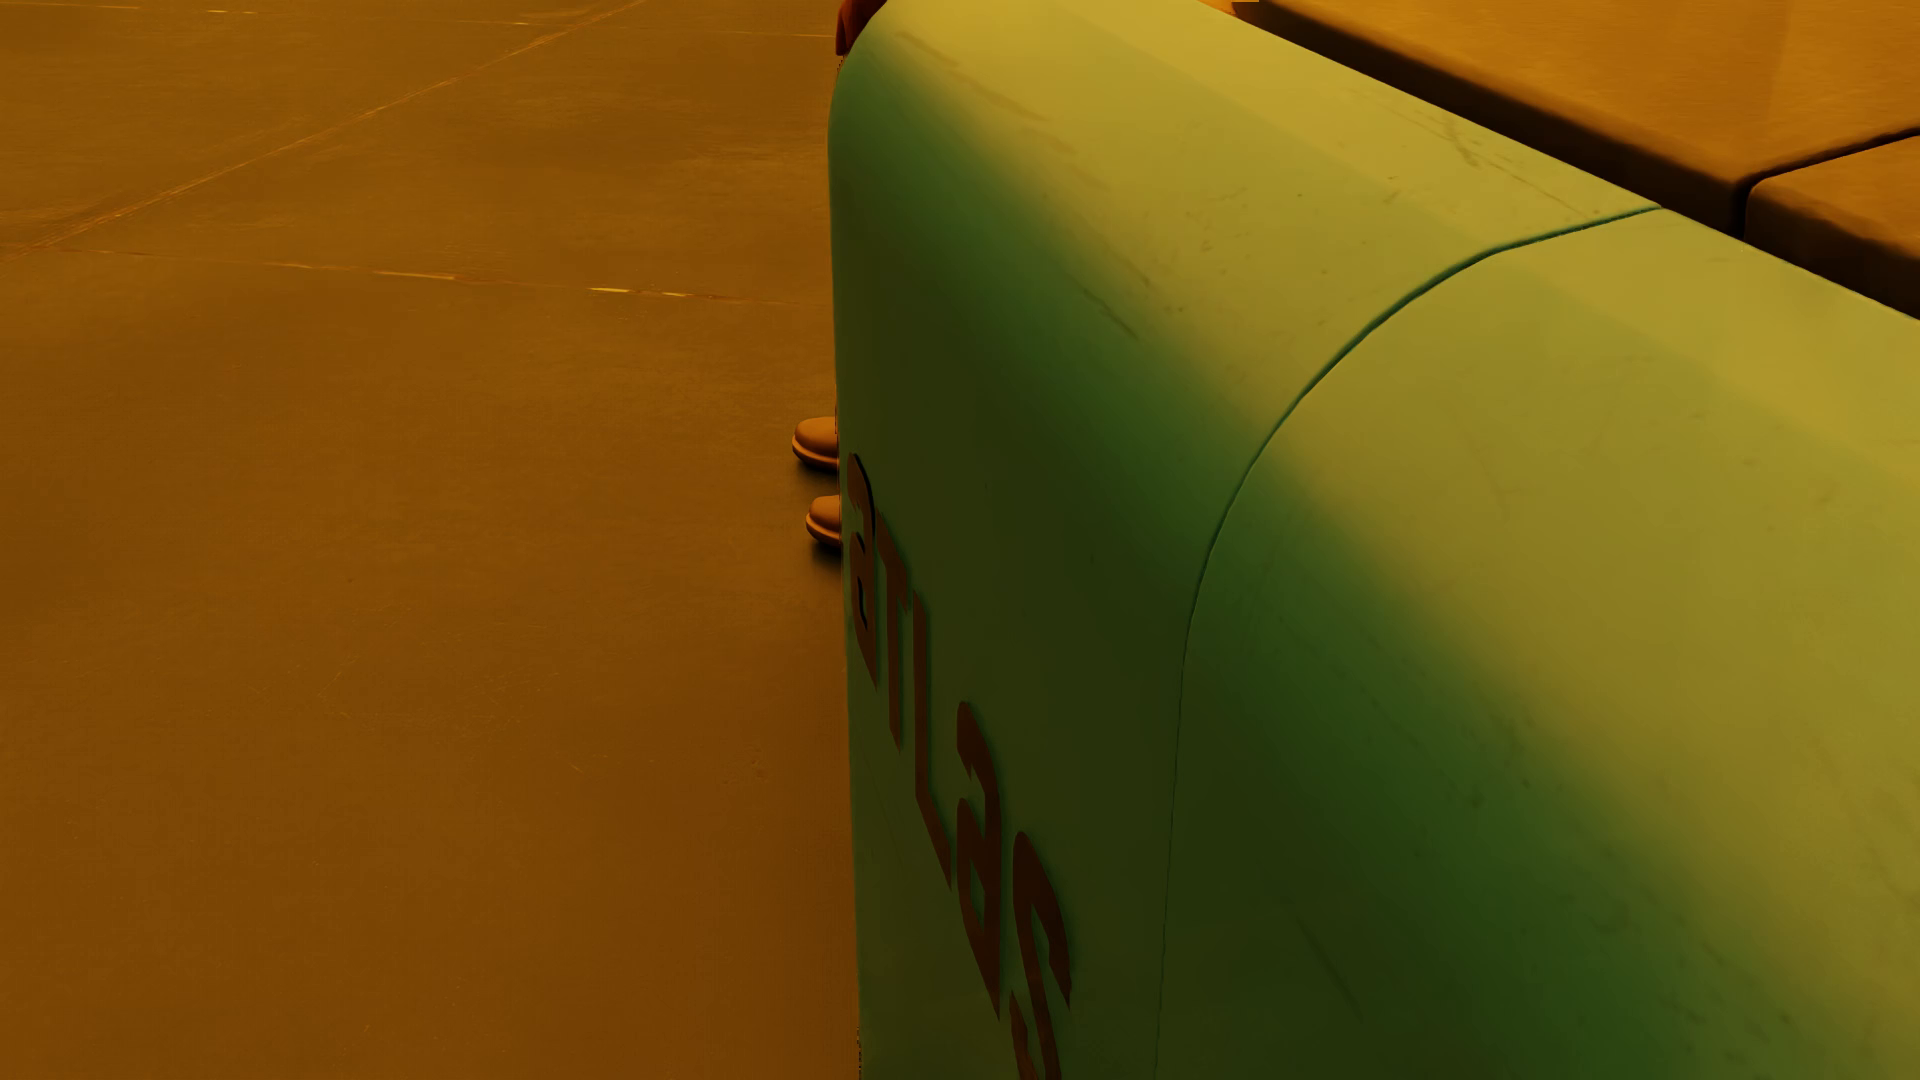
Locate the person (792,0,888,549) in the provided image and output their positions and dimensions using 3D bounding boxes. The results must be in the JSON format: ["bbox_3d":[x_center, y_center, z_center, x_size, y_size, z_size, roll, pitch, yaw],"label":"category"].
[{"bbox_3d":[-0.081,-0.762,2.159,0.504,1.654,0.570,6,27,11],"label":"person"}]
